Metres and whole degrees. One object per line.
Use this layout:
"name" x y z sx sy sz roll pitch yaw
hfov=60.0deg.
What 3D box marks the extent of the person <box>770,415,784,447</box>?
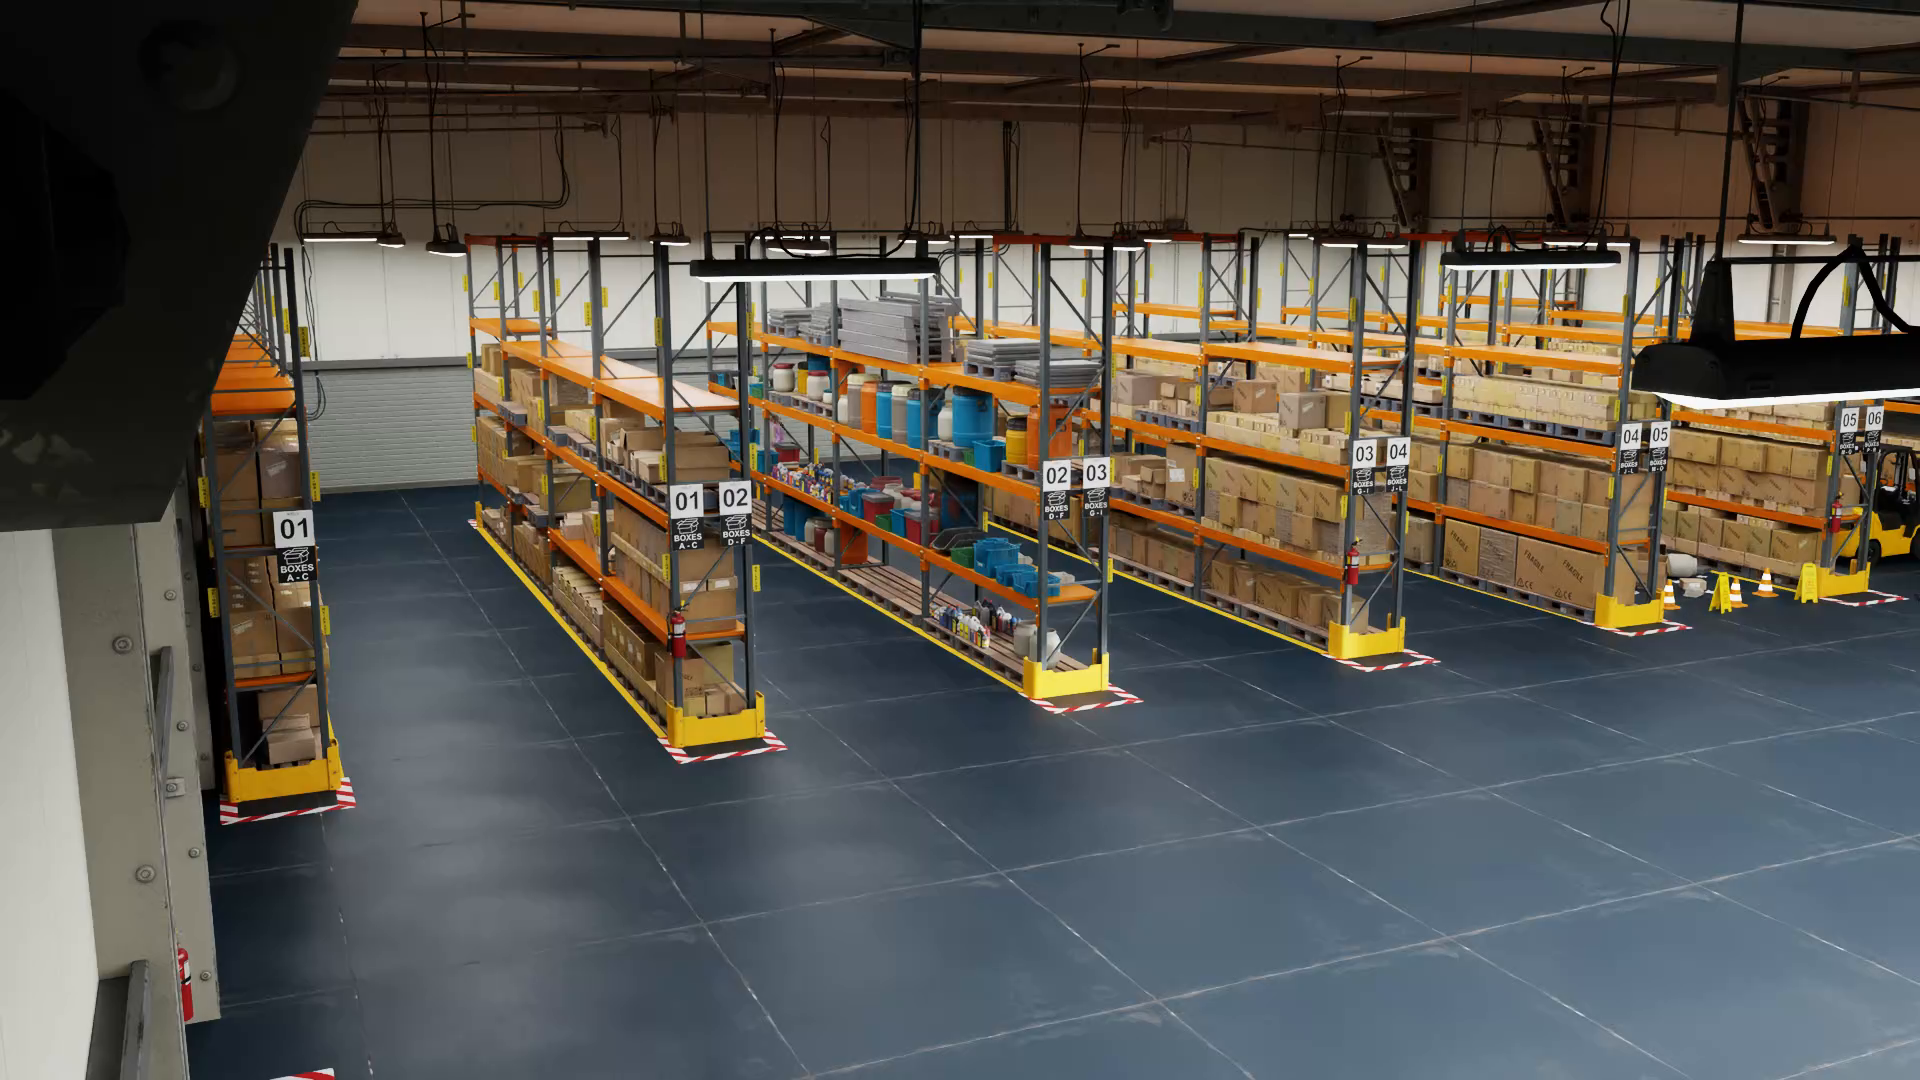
"person" -4.489 -2.340 41.131 0.855 1.536 0.468 1 11 4
